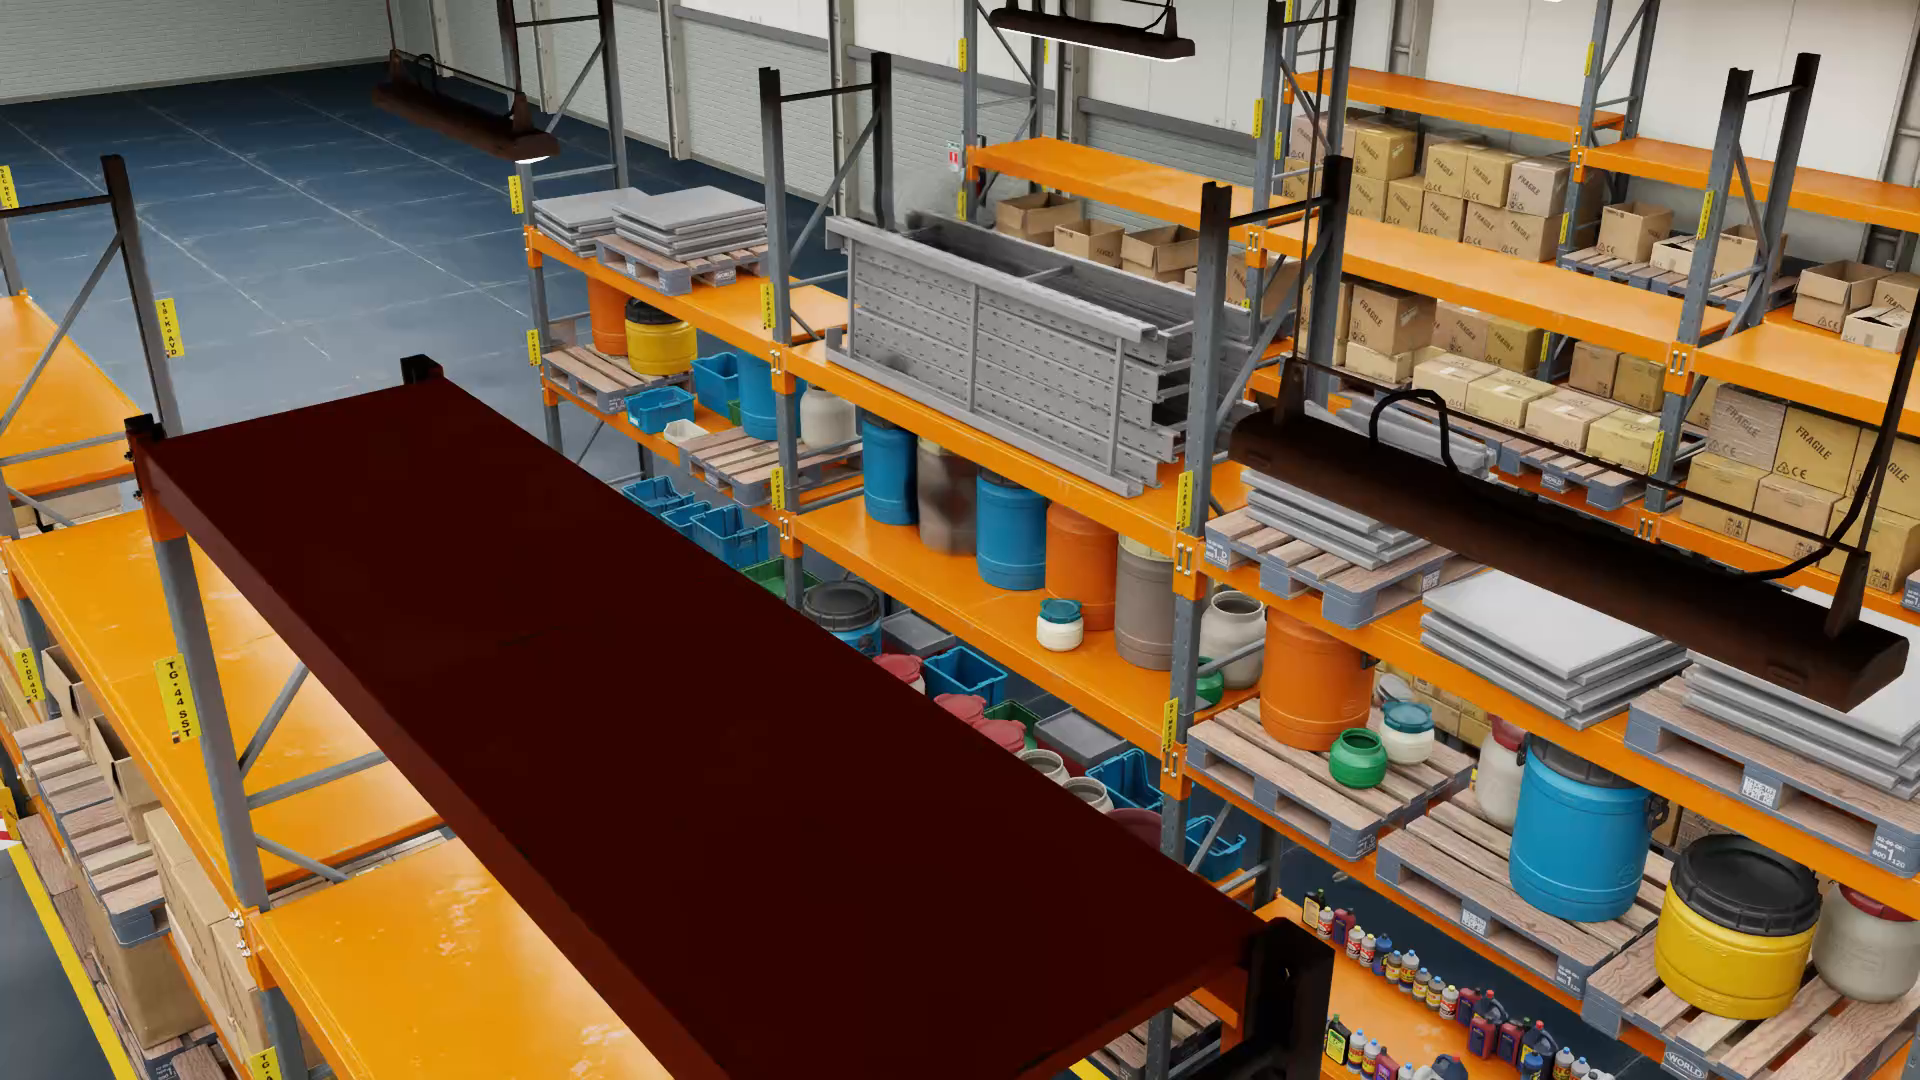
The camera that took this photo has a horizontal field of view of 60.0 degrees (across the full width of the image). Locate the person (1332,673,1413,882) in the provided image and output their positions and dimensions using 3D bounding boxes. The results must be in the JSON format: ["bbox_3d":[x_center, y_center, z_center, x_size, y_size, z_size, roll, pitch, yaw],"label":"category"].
[{"bbox_3d":[3.014,1.776,12.079,0.707,1.794,0.590,22,34,38],"label":"person"}]
